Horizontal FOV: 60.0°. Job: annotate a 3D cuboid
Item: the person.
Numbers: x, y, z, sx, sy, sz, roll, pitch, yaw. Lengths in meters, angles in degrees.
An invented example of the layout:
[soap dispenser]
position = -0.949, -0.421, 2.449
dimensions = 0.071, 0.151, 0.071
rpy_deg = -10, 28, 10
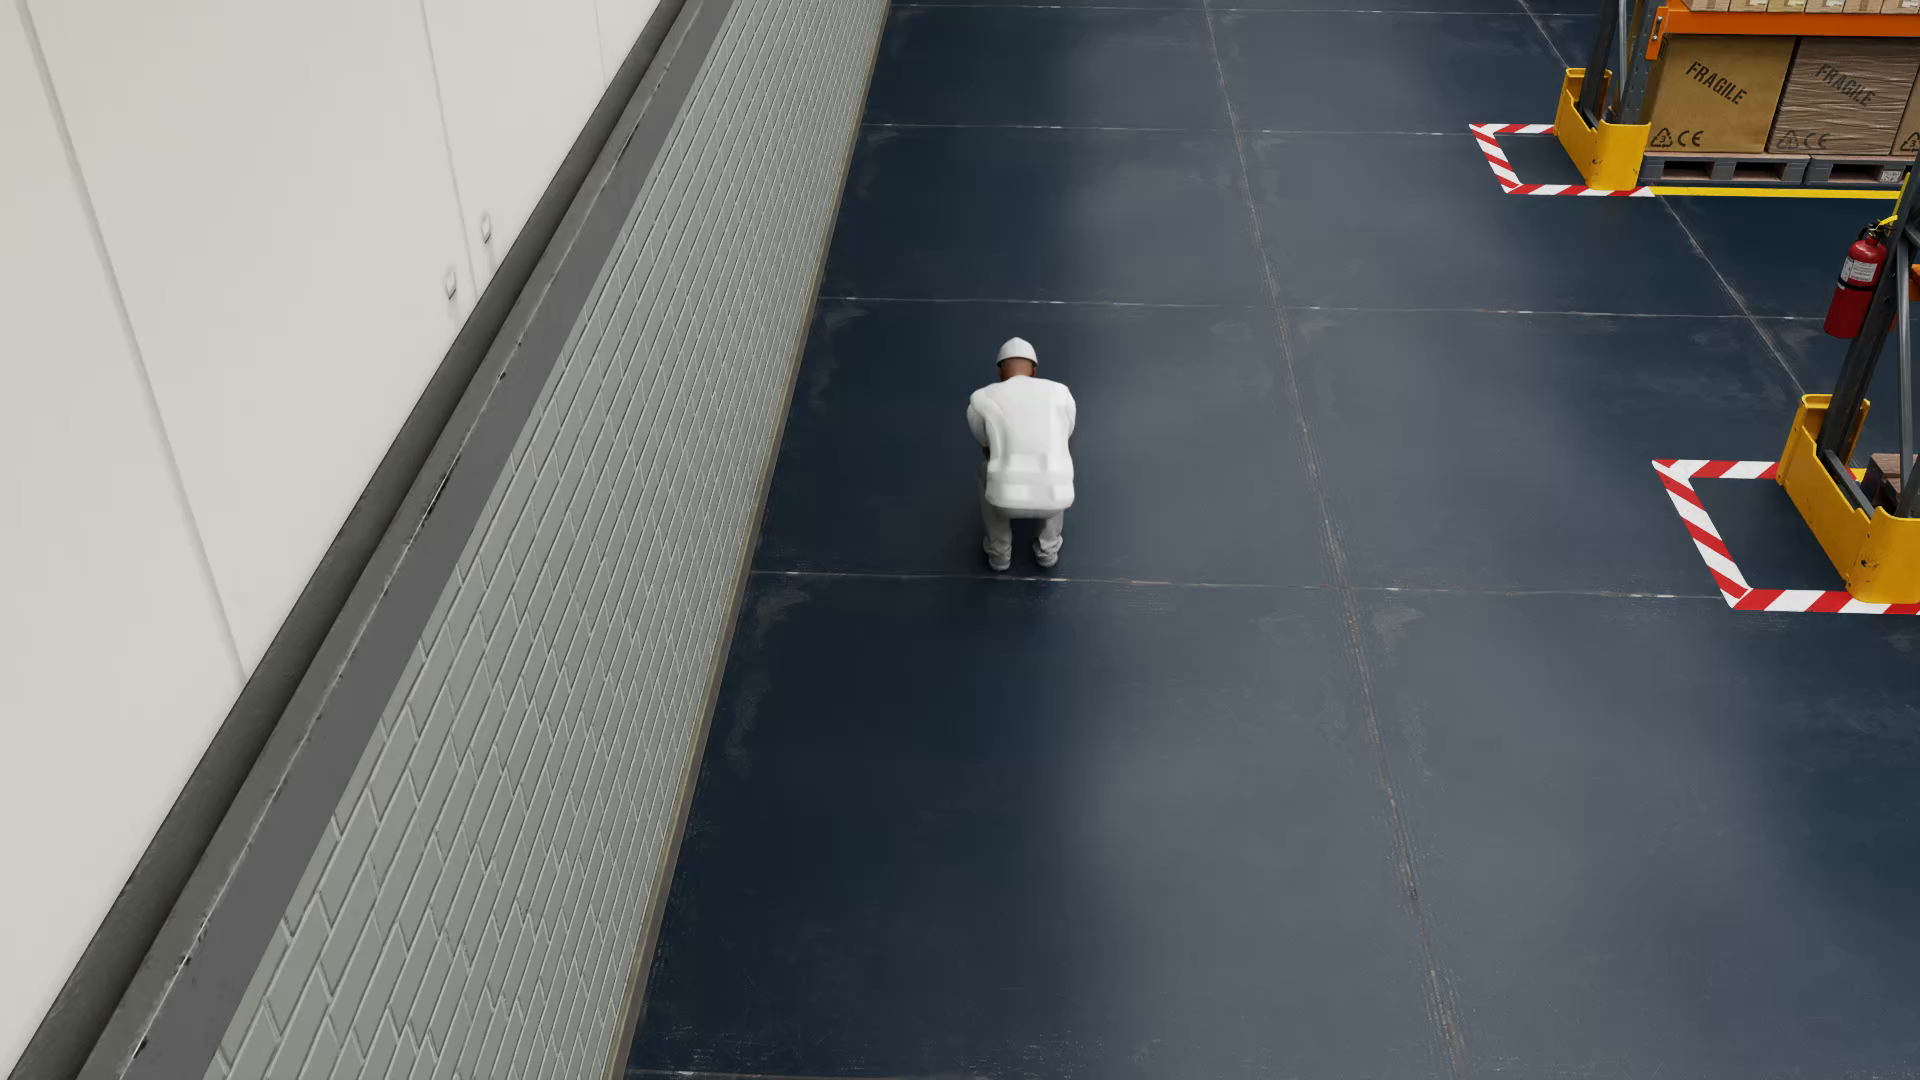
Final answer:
[person]
position = 0.303, -0.403, 8.316
dimensions = 0.541, 1.017, 0.887
rpy_deg = 1, 35, 1
